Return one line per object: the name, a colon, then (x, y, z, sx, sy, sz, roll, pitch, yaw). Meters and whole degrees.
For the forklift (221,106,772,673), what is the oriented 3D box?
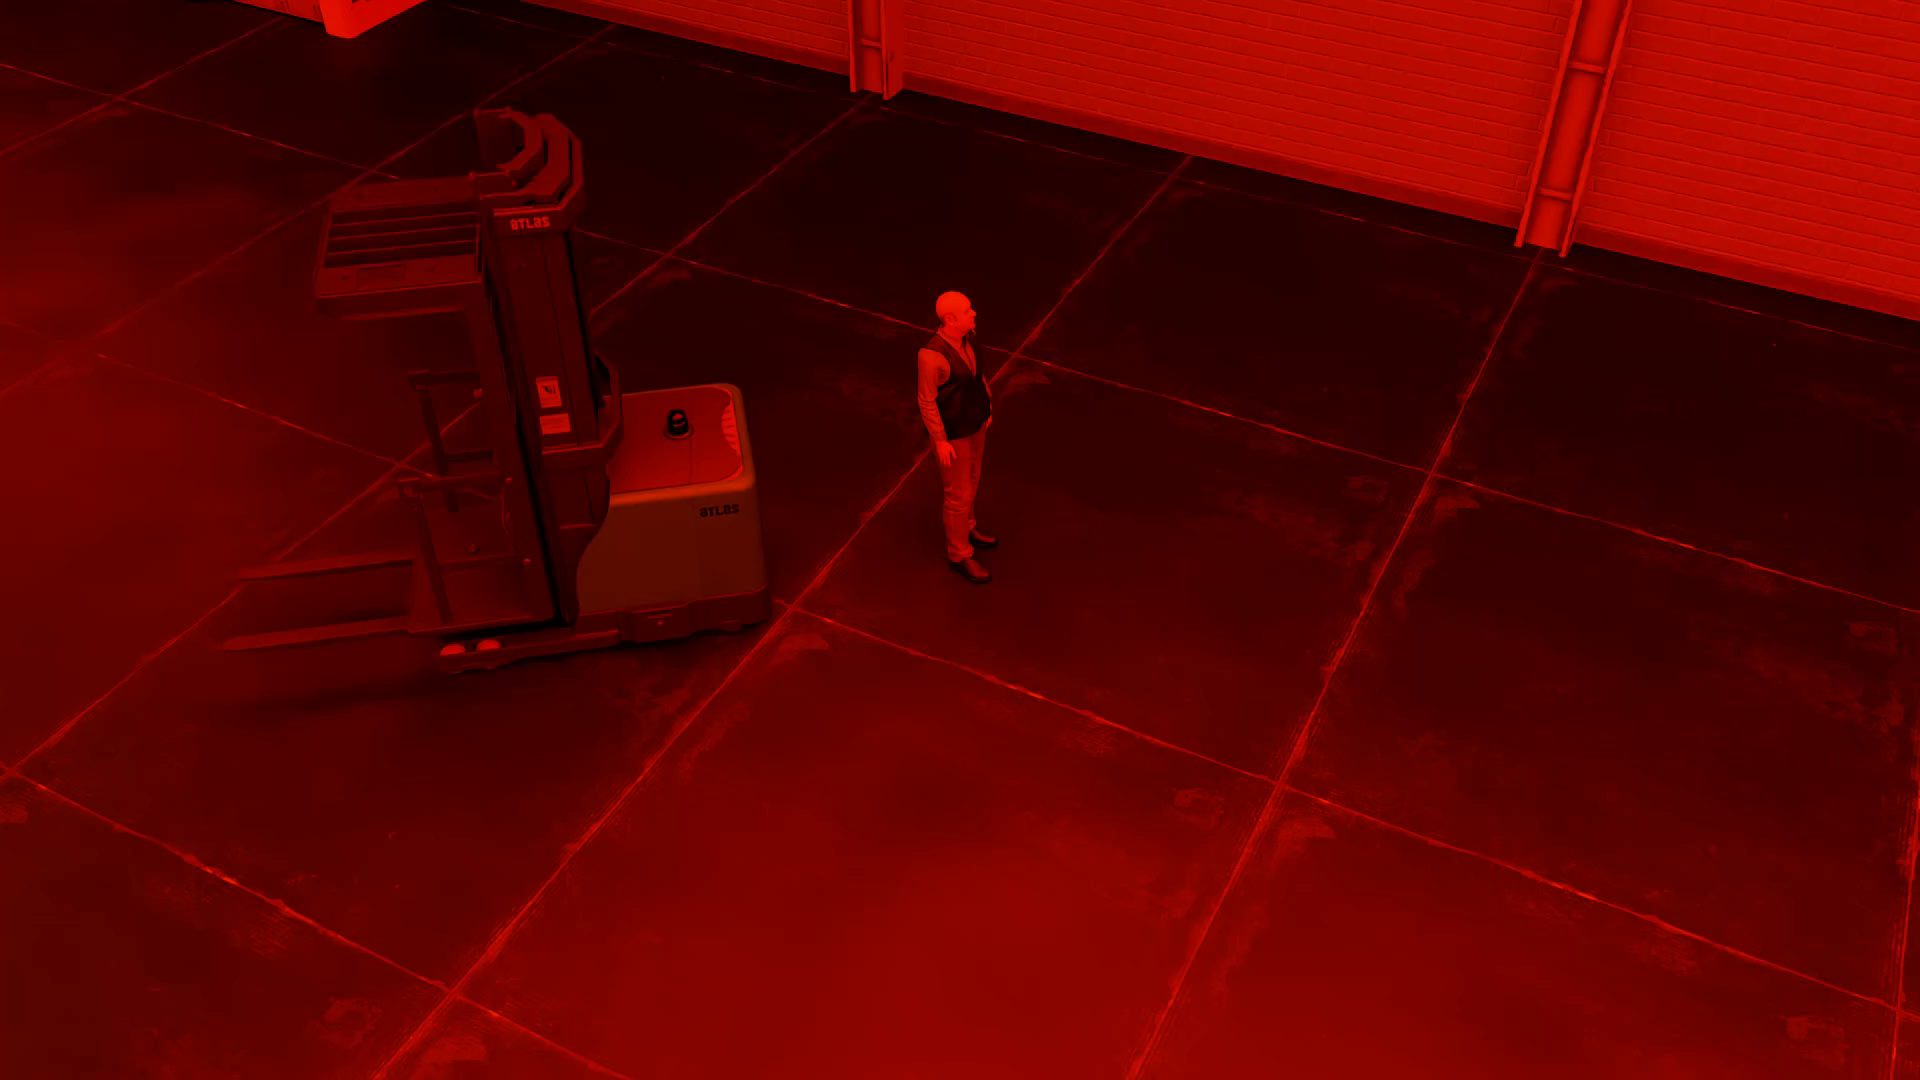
forklift: (-2.663, -0.741, 8.867, 3.031, 2.935, 1.130, -7, 41, -9)

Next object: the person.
person: (0.053, -0.641, 9.676, 0.566, 1.722, 0.633, 18, 43, 21)
